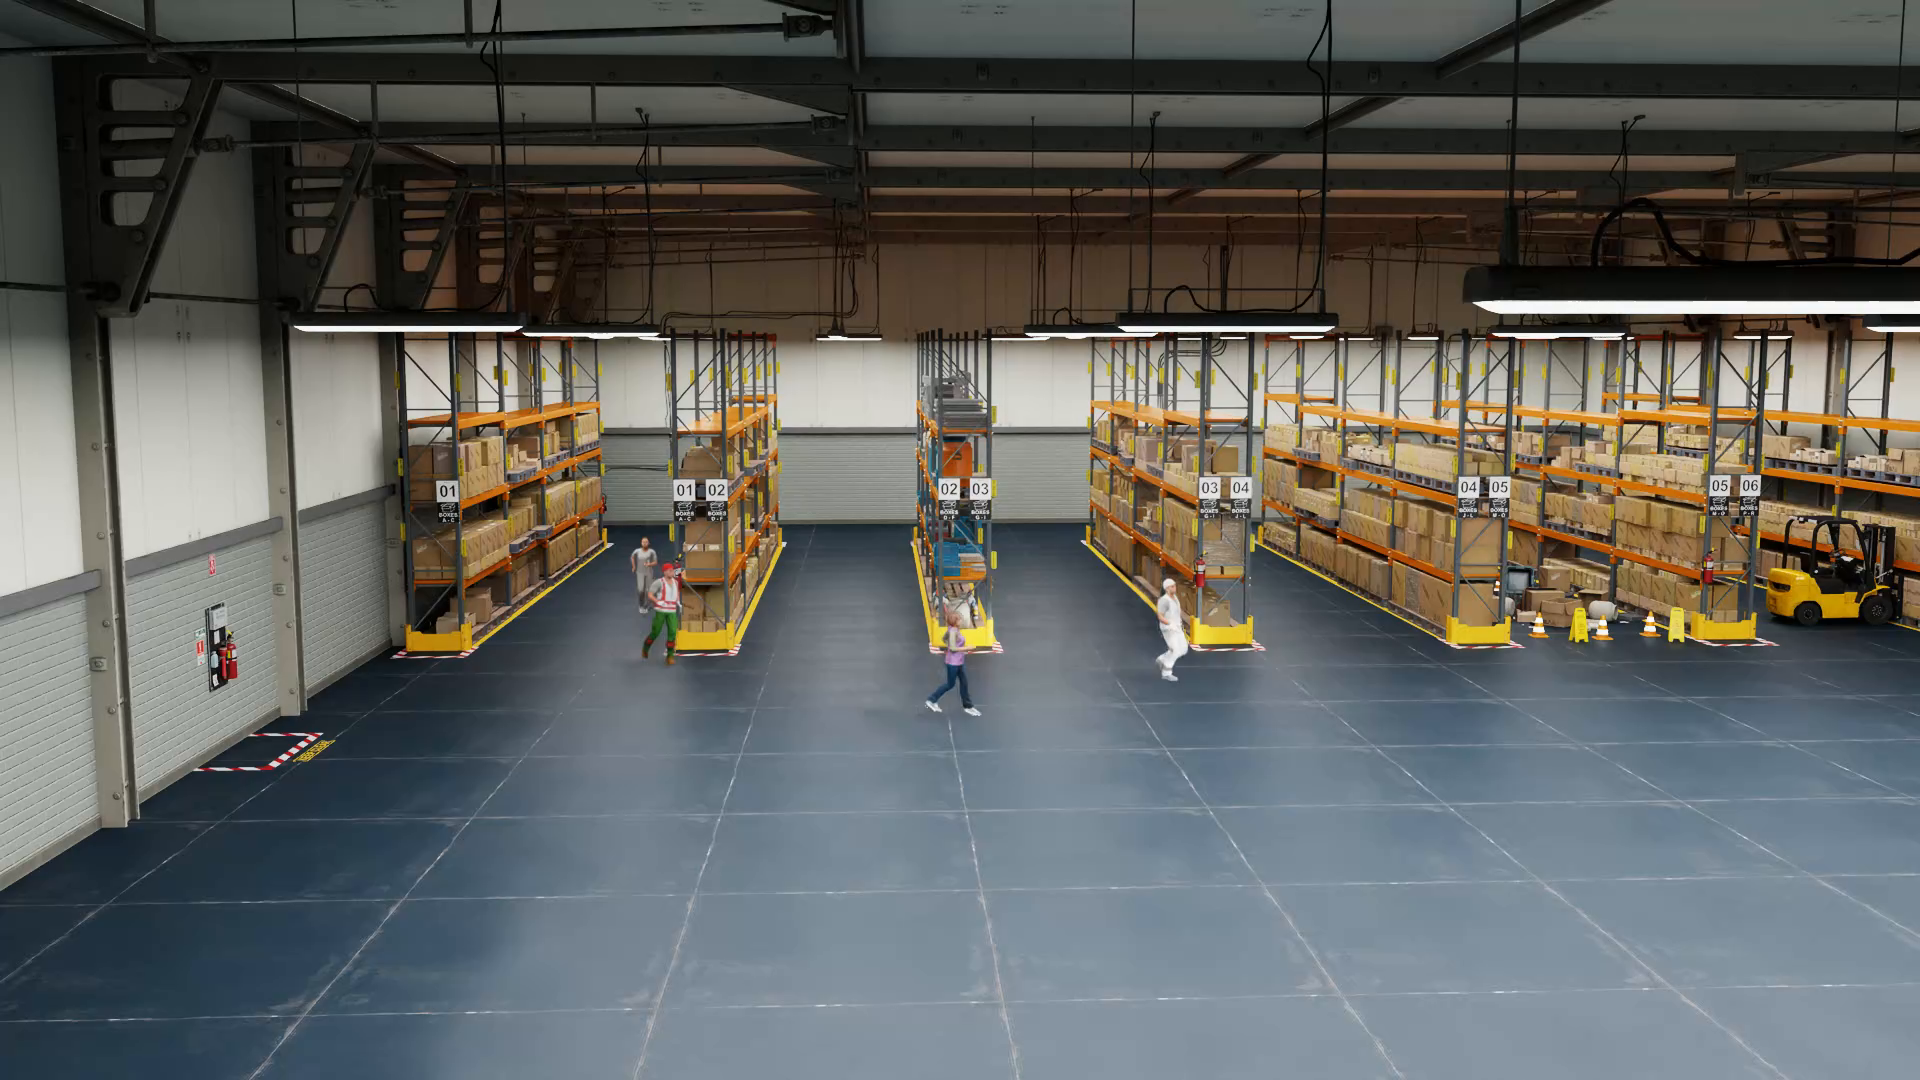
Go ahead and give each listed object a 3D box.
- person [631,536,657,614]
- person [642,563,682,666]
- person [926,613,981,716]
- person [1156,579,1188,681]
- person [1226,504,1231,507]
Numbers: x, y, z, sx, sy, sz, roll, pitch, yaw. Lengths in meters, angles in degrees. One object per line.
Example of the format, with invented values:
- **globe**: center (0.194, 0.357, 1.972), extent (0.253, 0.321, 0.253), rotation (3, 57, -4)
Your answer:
- **person**: center (-6.681, 0.743, 35.208), extent (0.552, 1.639, 0.613), rotation (-1, 7, -12)
- **person**: center (-5.285, 1.308, 29.960), extent (0.726, 1.783, 0.922), rotation (-5, 9, -38)
- **person**: center (-0.100, 1.908, 25.510), extent (0.851, 1.606, 0.535), rotation (1, 7, 10)
- **person**: center (3.593, 1.523, 28.372), extent (0.548, 1.745, 0.661), rotation (4, 8, 30)
- **person**: center (7.906, -0.828, 48.236), extent (0.688, 1.765, 0.635), rotation (6, 9, 43)
